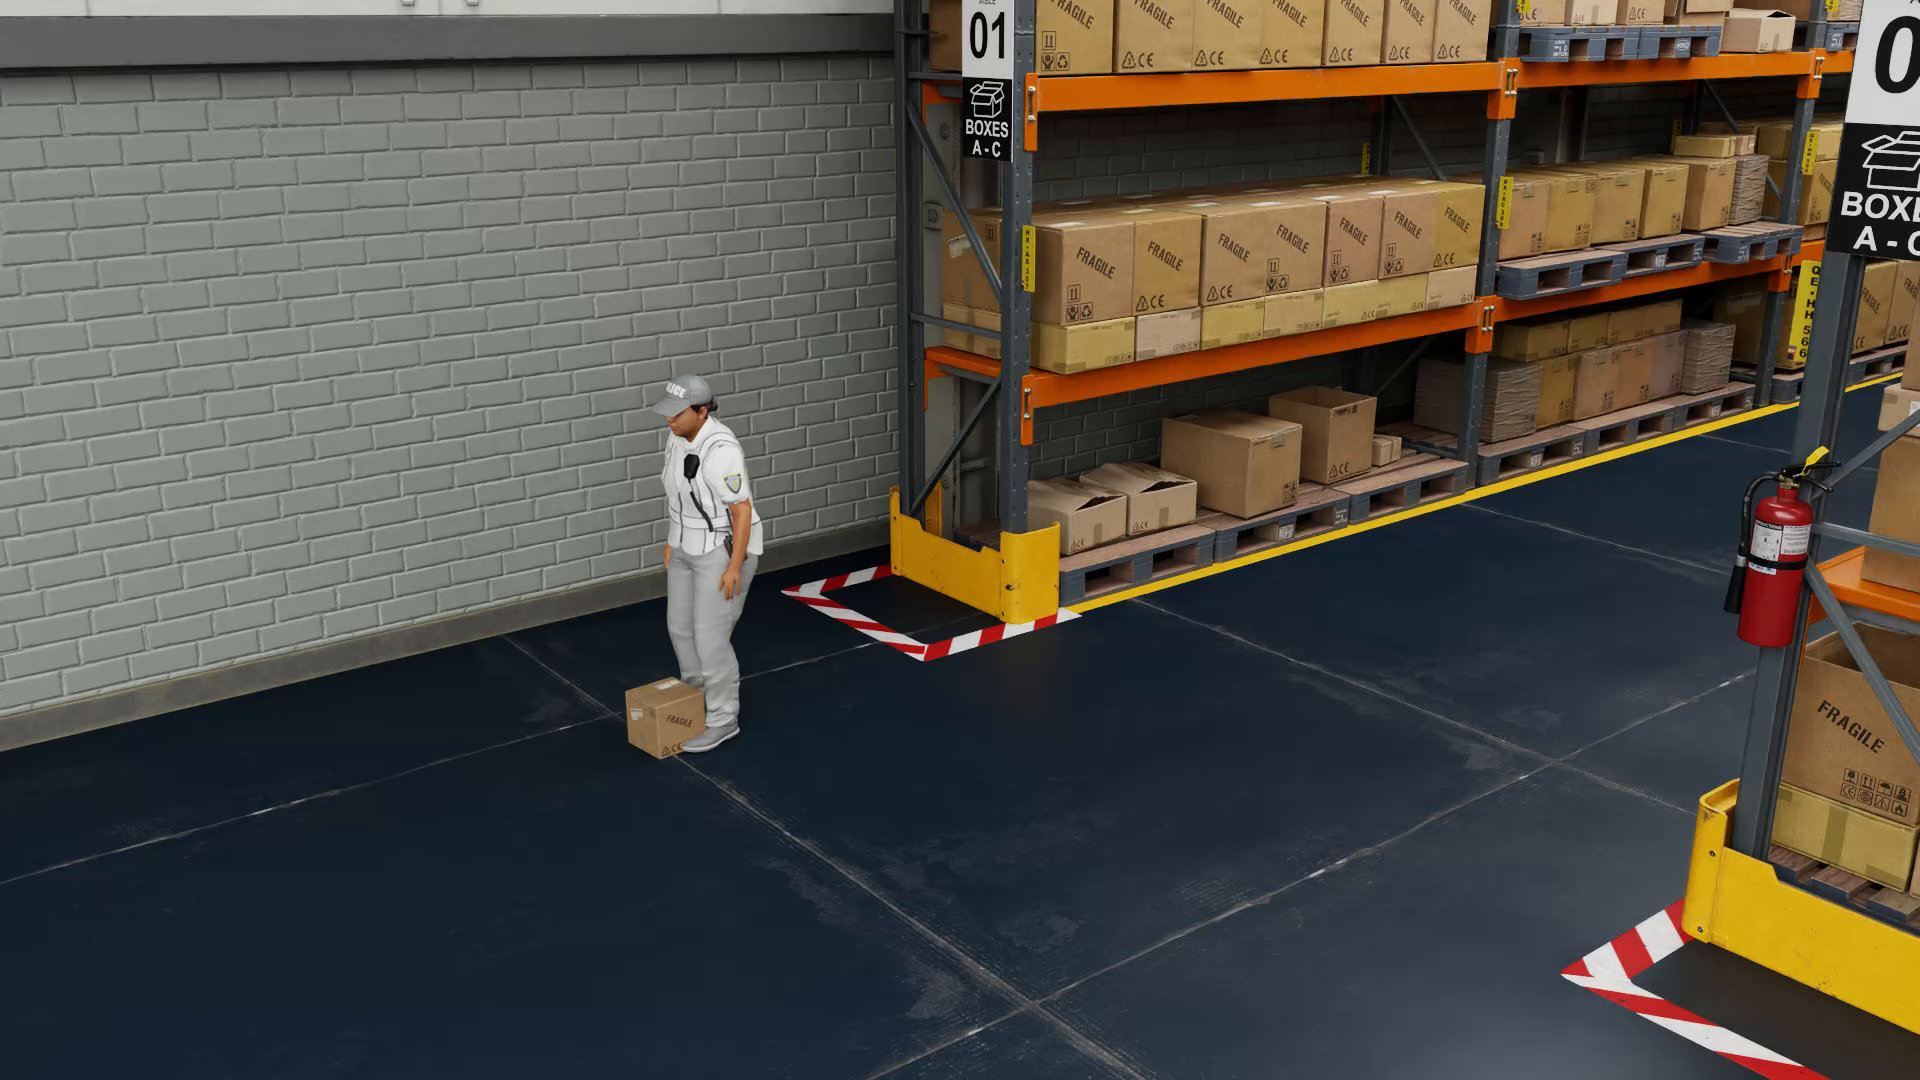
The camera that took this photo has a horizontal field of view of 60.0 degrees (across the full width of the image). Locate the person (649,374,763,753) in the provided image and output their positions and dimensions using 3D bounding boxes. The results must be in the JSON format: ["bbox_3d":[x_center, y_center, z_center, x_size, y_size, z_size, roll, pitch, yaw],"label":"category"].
[{"bbox_3d":[-1.133,0.076,7.305,0.466,1.666,0.564,-15,23,-39],"label":"person"}]
